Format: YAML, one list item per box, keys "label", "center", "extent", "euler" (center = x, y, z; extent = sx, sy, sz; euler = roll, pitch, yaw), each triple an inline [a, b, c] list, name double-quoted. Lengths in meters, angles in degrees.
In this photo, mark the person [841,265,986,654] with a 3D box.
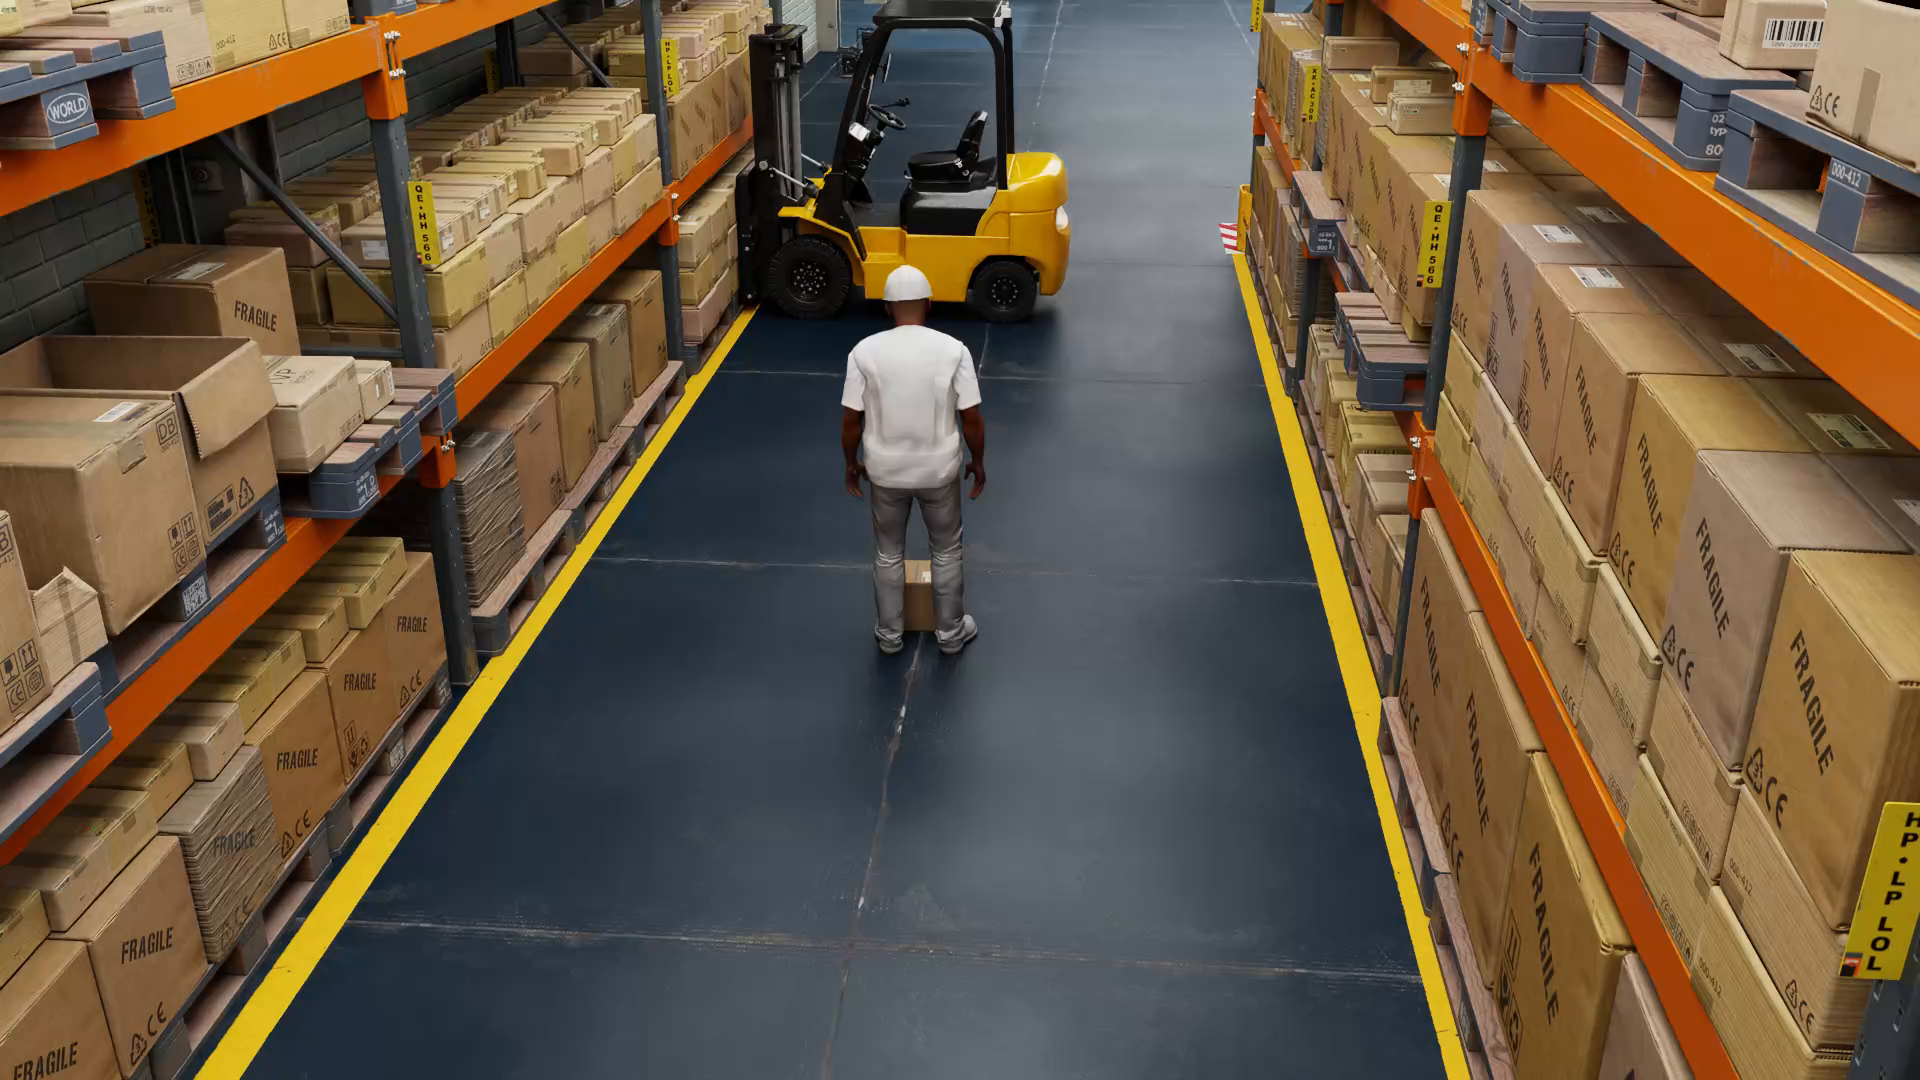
- label: "person"
  center: [-0.201, -0.330, 7.310]
  extent: [0.628, 1.761, 0.457]
  euler: [1, 24, 2]
